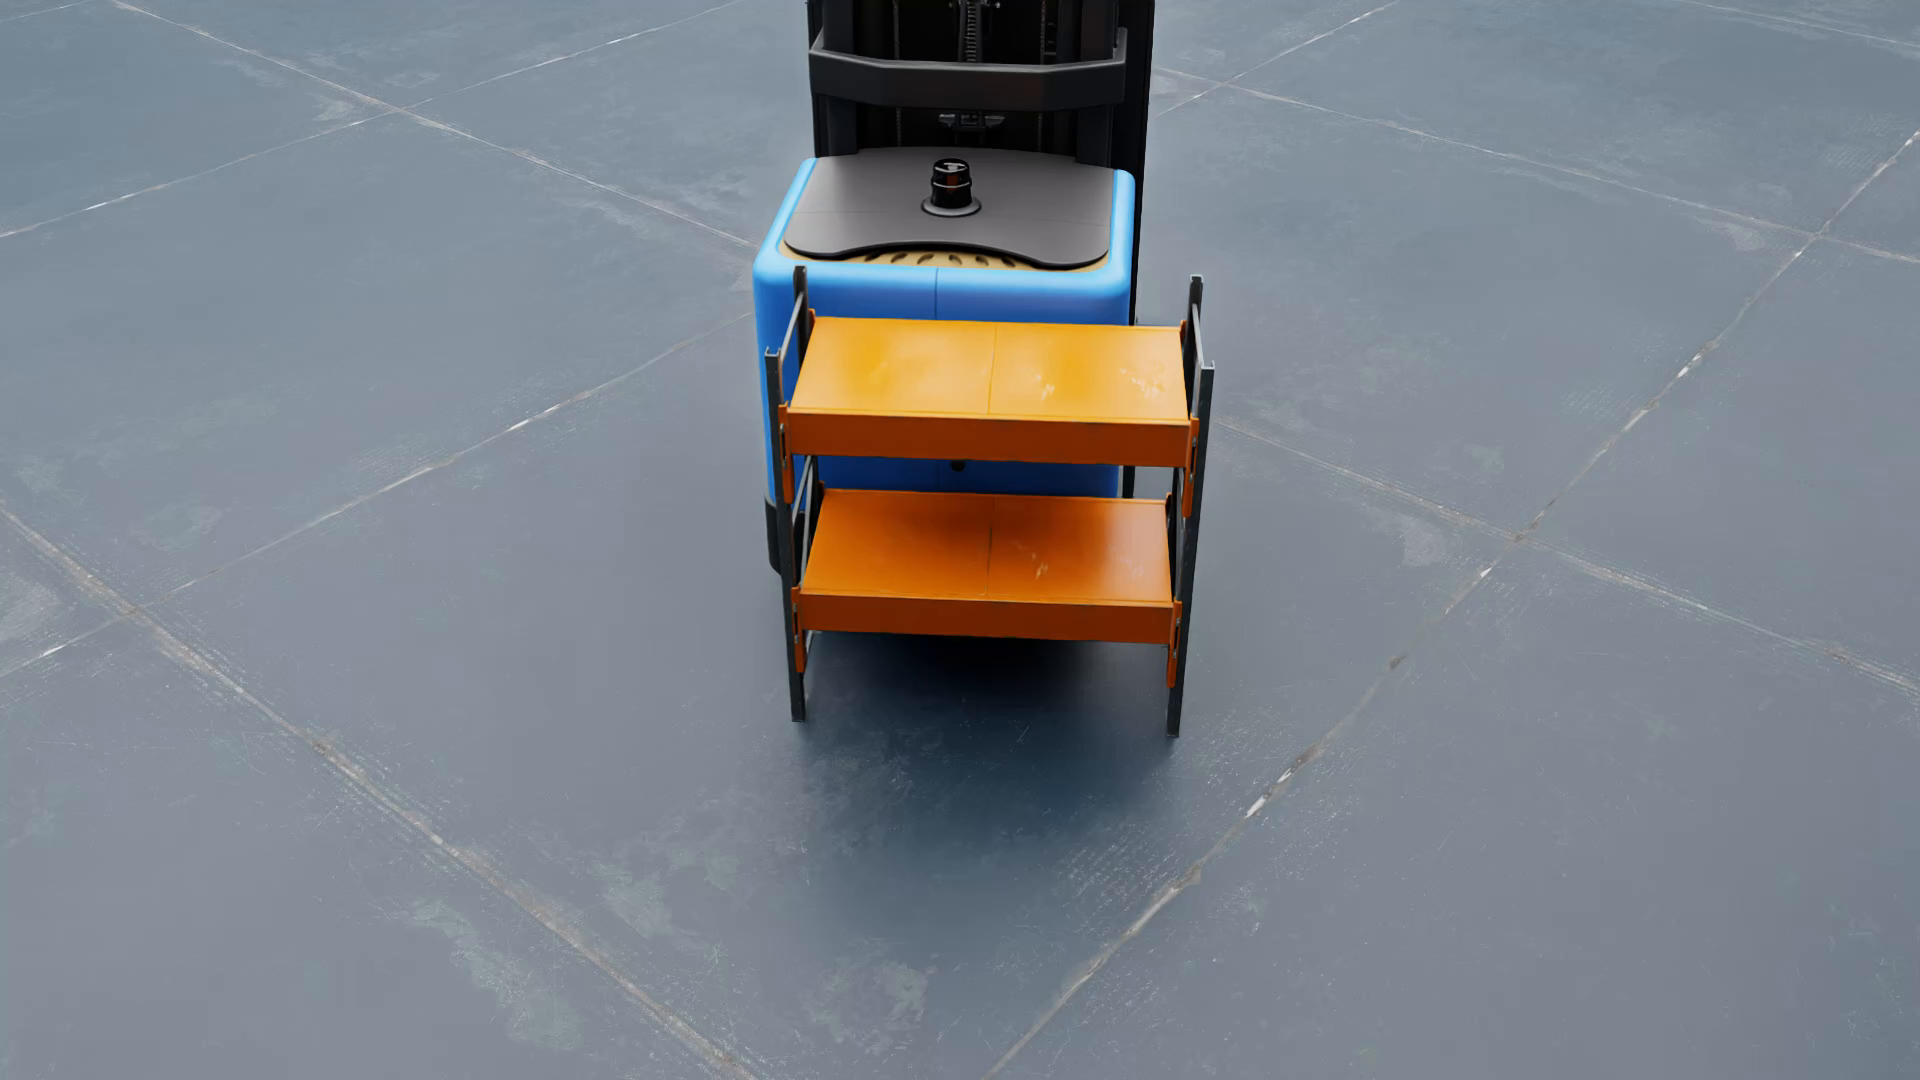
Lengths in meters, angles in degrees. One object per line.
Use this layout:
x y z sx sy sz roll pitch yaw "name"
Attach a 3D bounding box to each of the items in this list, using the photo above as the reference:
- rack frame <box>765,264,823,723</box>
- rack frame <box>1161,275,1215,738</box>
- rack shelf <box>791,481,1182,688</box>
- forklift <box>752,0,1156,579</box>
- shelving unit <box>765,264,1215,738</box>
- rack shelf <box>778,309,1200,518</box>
-0.427 -0.108 4.414 0.032 1.125 0.500 2 35 3 "rack frame"
0.588 -0.072 4.362 0.032 1.125 0.500 2 35 3 "rack frame"
0.081 0.111 4.526 1.000 0.278 0.538 2 35 3 "rack shelf"
0.091 -1.860 5.370 1.130 2.935 3.031 3 35 5 "forklift"
0.081 -0.090 4.388 1.048 1.125 0.538 2 35 3 "shelving unit"
0.081 -0.332 4.222 1.000 0.278 0.538 2 35 3 "rack shelf"
